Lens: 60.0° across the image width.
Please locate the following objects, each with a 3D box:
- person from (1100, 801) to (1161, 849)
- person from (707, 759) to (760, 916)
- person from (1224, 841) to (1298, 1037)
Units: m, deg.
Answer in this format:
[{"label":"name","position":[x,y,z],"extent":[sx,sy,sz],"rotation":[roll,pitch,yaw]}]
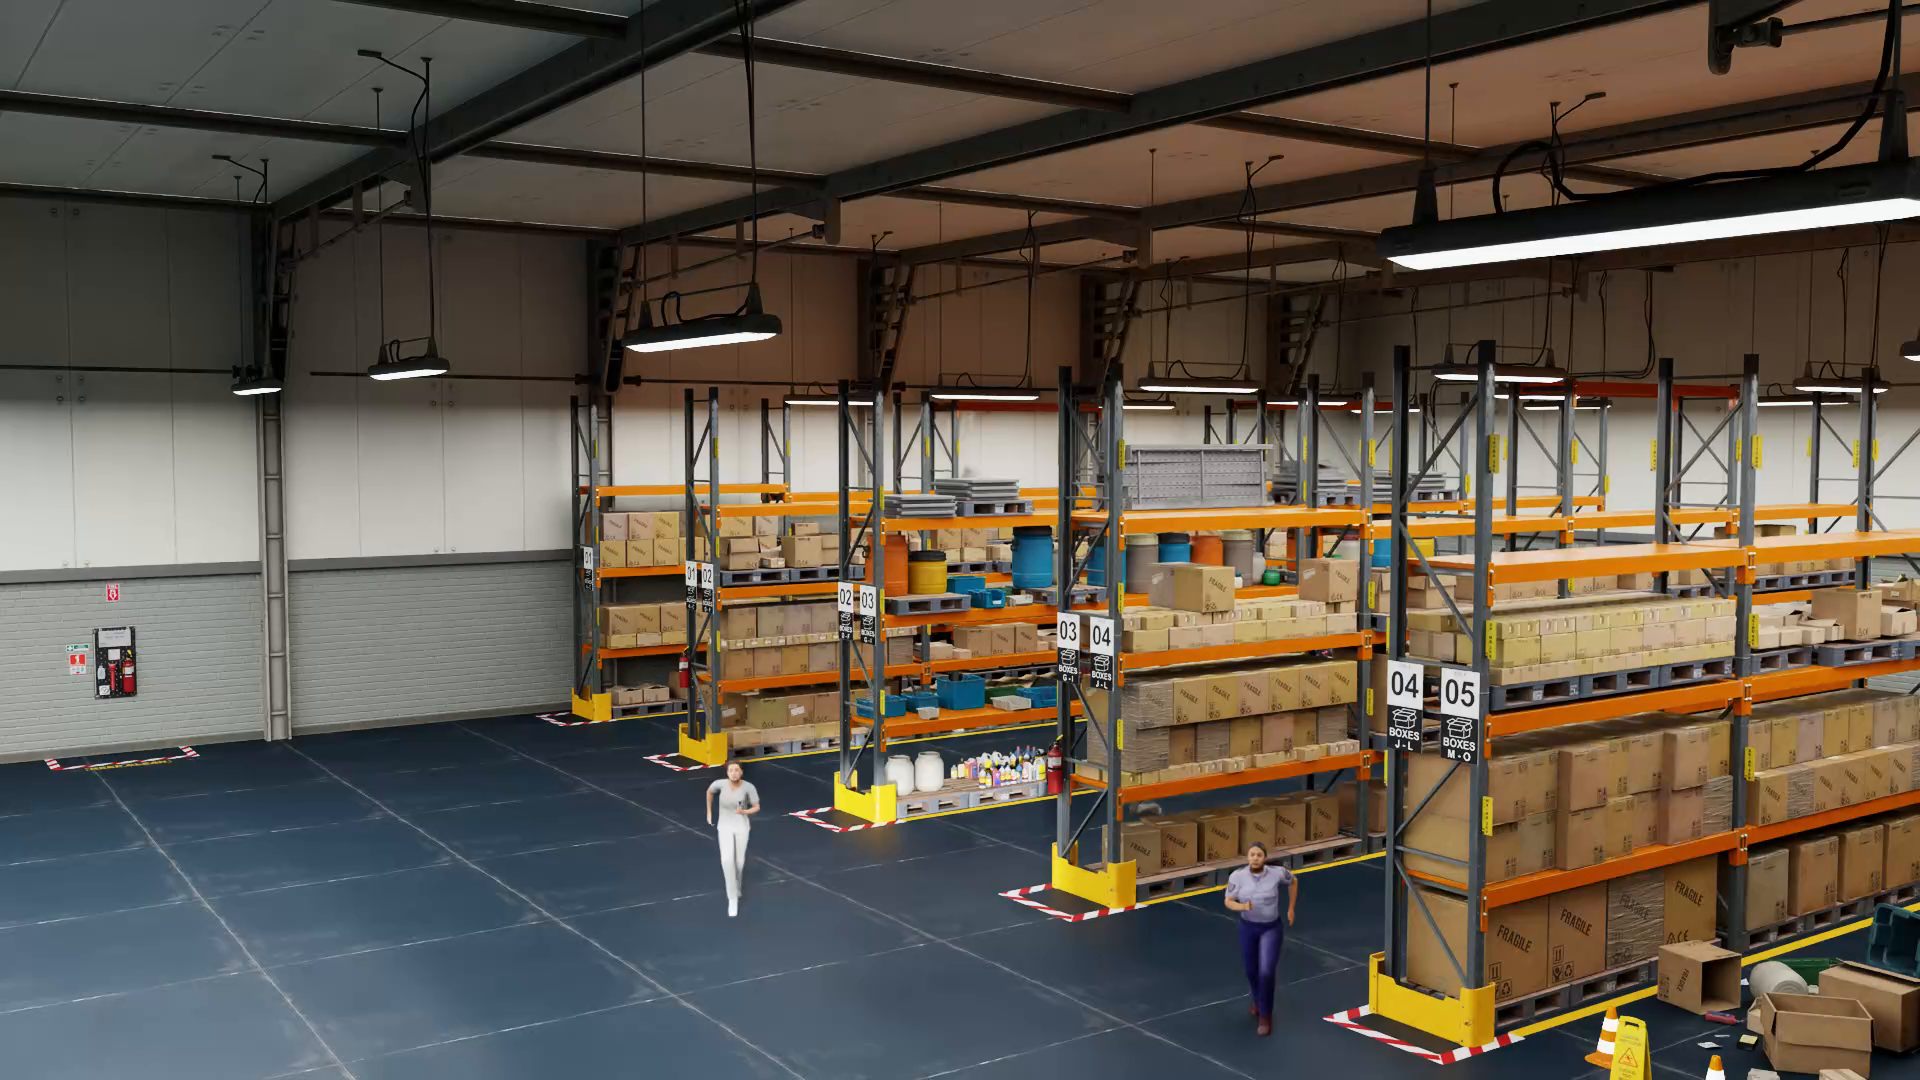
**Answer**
[{"label":"person","position":[2.172,3.127,21.232],"extent":[0.925,1.580,0.520],"rotation":[-3,4,-36]},{"label":"person","position":[-2.498,3.231,18.349],"extent":[0.586,1.690,0.831],"rotation":[0,3,-6]},{"label":"person","position":[2.627,3.480,14.583],"extent":[0.580,1.691,0.801],"rotation":[1,4,21]}]
